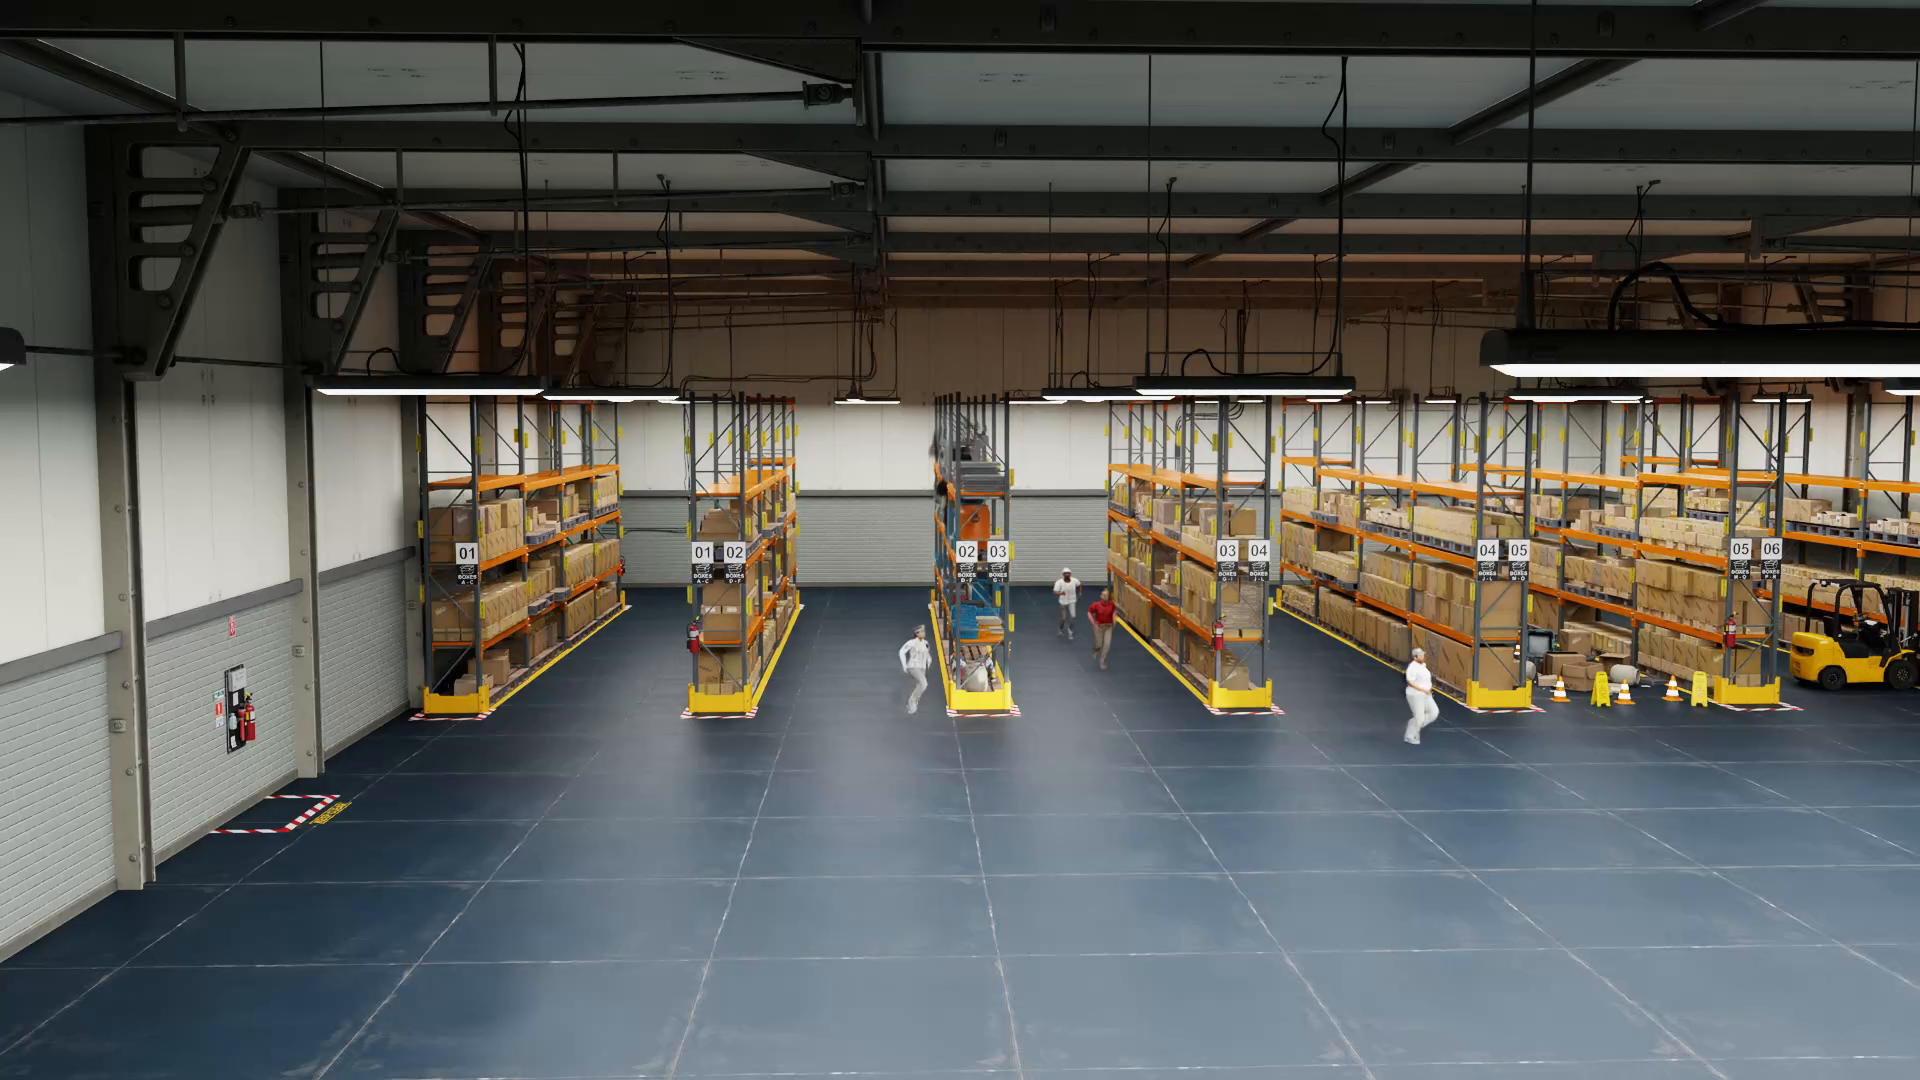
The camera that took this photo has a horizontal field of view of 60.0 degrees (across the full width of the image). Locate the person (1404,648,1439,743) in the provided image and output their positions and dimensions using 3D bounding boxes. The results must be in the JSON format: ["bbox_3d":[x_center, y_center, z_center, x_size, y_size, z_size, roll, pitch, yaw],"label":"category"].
[{"bbox_3d":[7.838,2.648,28.289,0.537,1.629,0.617,4,6,41],"label":"person"}]

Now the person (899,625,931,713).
[{"bbox_3d":[-0.745,2.408,31.050,0.604,1.644,0.559,-5,6,-45],"label":"person"}]

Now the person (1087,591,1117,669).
[{"bbox_3d":[3.144,1.957,36.656,0.687,1.707,0.765,-1,5,-15],"label":"person"}]

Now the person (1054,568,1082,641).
[{"bbox_3d":[2.653,1.570,40.906,0.710,1.800,0.894,0,5,-2],"label":"person"}]
